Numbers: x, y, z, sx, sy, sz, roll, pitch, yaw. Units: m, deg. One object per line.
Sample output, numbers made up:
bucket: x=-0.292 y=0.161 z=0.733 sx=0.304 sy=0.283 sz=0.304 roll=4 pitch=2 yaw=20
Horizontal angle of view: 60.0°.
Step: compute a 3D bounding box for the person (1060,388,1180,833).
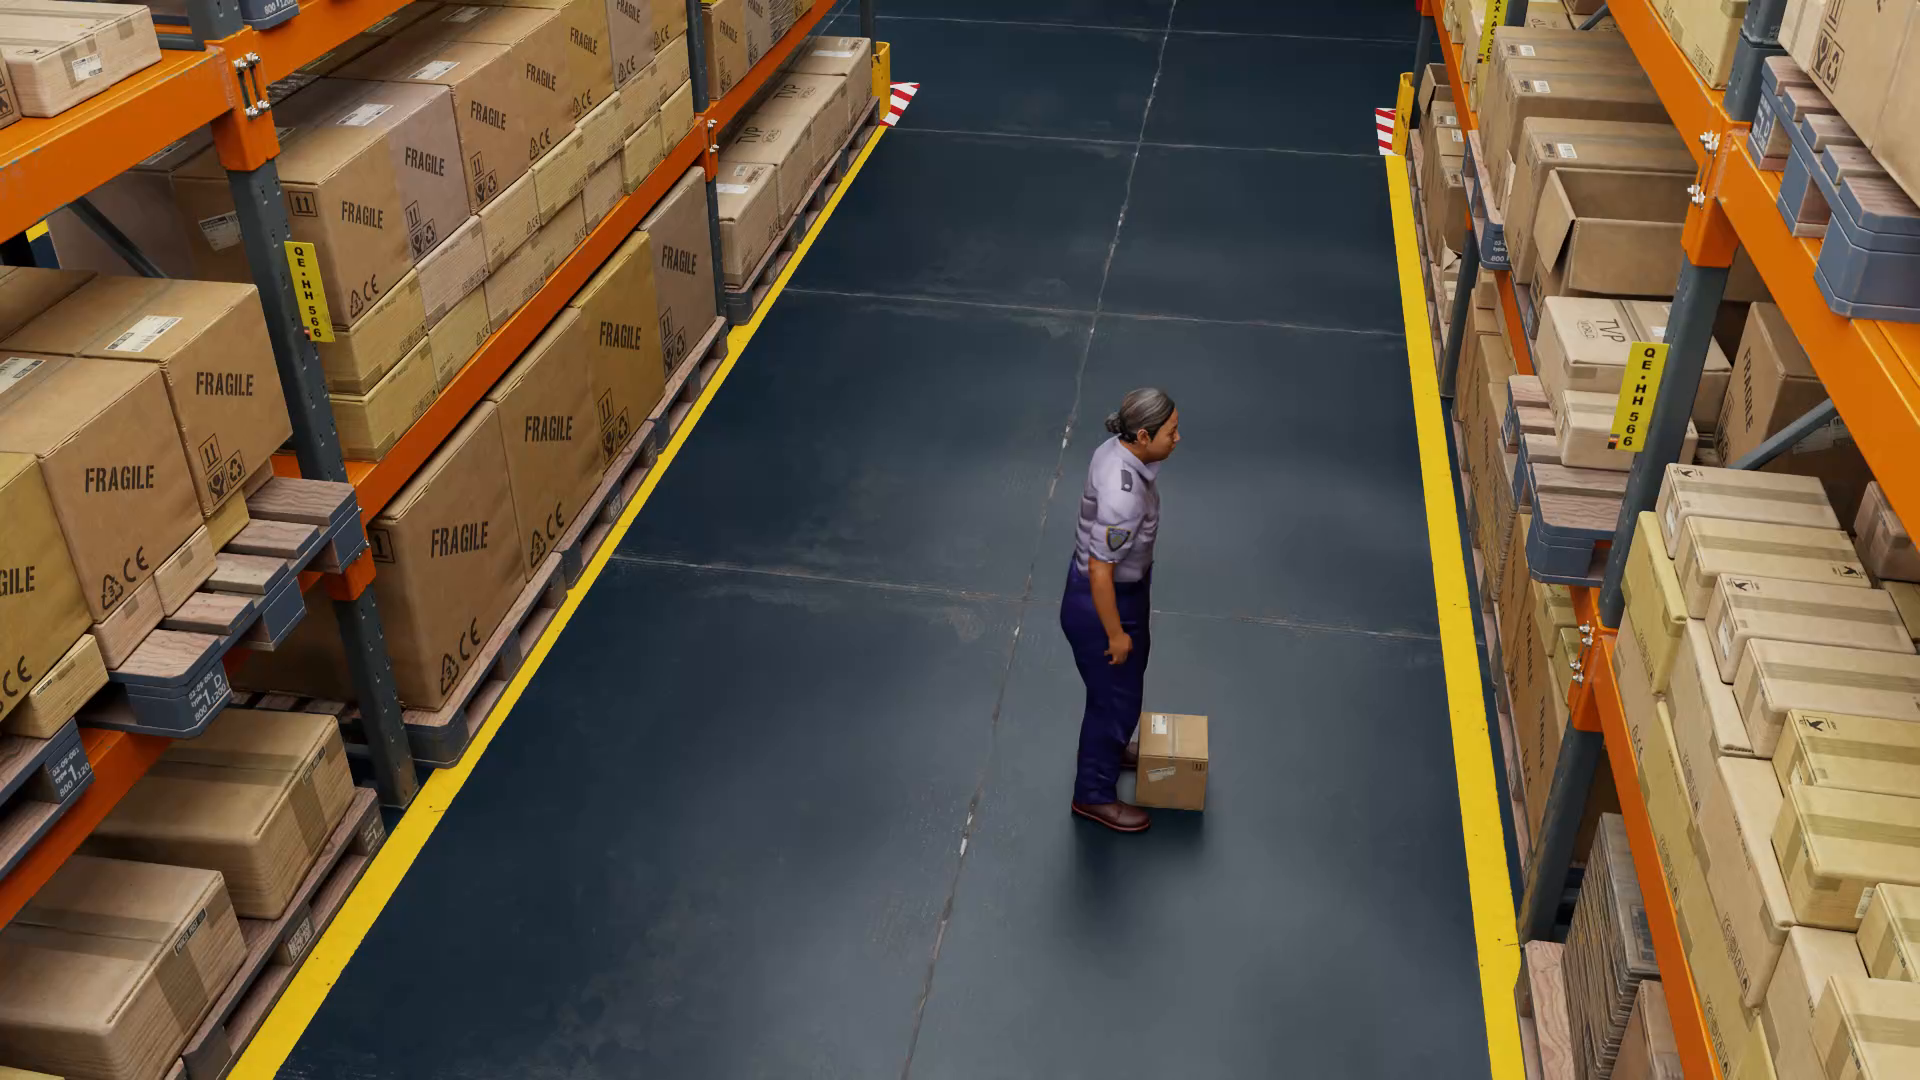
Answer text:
person: x=0.544 y=0.217 z=5.805 sx=0.373 sy=1.651 sz=0.537 roll=5 pitch=33 yaw=8
